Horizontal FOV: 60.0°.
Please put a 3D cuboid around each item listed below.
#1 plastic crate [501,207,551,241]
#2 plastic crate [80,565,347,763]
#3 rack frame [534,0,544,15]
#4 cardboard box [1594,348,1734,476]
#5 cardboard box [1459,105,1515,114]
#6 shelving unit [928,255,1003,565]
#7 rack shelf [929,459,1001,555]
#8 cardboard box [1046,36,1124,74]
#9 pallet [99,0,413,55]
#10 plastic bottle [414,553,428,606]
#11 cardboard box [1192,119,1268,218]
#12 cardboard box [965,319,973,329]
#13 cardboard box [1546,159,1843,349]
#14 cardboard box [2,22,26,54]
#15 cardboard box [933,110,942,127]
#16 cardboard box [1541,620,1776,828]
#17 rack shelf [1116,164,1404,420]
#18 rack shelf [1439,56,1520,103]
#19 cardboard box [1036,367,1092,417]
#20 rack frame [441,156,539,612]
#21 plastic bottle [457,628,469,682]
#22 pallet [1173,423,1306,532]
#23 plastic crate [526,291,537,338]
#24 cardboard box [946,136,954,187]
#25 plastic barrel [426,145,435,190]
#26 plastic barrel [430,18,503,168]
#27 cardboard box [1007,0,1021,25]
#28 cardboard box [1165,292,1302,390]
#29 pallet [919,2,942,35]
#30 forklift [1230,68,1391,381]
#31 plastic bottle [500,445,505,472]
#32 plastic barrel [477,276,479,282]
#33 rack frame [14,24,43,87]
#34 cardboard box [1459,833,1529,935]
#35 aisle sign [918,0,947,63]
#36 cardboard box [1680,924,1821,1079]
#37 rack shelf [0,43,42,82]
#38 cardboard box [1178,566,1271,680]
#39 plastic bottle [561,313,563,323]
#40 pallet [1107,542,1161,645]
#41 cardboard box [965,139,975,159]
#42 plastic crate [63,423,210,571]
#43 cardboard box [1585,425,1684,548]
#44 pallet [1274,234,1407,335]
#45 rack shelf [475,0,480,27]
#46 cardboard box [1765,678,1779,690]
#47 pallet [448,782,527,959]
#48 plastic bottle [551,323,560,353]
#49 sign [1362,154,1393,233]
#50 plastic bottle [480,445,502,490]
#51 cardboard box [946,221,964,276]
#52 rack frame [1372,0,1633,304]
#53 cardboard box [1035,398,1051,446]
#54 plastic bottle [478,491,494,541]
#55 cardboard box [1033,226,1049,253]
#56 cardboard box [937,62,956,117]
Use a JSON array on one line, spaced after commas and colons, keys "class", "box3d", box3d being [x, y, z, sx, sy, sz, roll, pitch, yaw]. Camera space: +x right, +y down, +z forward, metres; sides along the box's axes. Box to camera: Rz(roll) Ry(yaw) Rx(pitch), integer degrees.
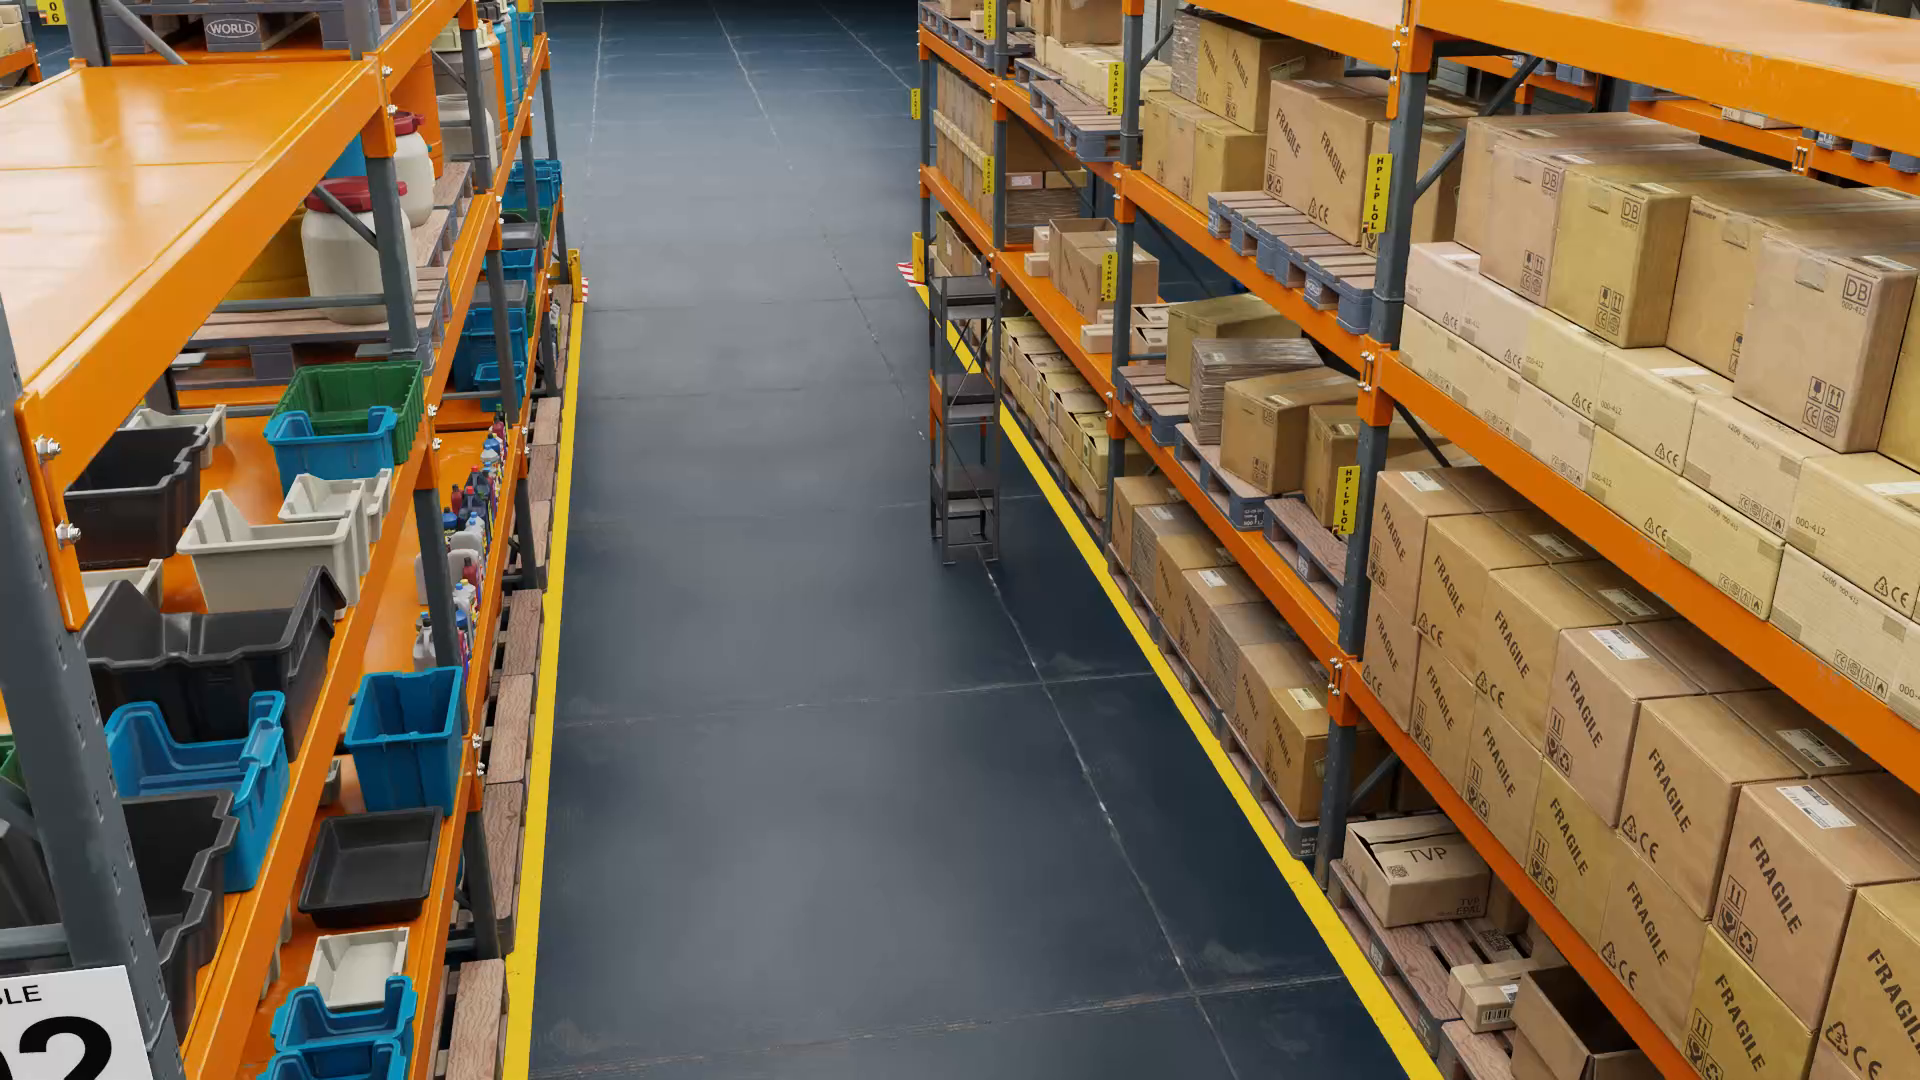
[{"class": "plastic crate", "box3d": [-4.044, -2.928, 15.470, 0.450, 0.188, 0.662, -4, 24, -10]}, {"class": "plastic crate", "box3d": [-1.863, 0.283, 4.185, 0.504, 0.338, 0.767, -4, 24, -10]}, {"class": "rack frame", "box3d": [-4.810, -6.793, 16.559, 1.000, 3.000, 0.127, -4, 24, -10]}, {"class": "cardboard box", "box3d": [2.392, -0.423, 5.286, 0.500, 0.250, 0.500, -4, 24, -10]}, {"class": "cardboard box", "box3d": [5.499, -4.291, 17.553, 0.500, 0.500, 0.500, -4, 24, -9]}, {"class": "shelving unit", "box3d": [0.031, -0.897, 11.681, 0.431, 2.100, 0.503, -4, 24, -10]}, {"class": "rack shelf", "box3d": [0.031, -0.243, 11.966, 0.431, 0.518, 0.480, -4, 24, -10]}, {"class": "cardboard box", "box3d": [1.007, -3.875, 13.288, 0.500, 0.250, 0.500, -7, 24, -15]}, {"class": "pallet", "box3d": [-2.774, -2.126, 6.610, 1.003, 0.211, 1.213, -4, 24, -10]}, {"class": "plastic bottle", "box3d": [-2.623, 0.170, 8.267, 0.152, 0.276, 0.135, -4, 24, -10]}, {"class": "cardboard box", "box3d": [1.842, -2.108, 9.456, 0.910, 0.500, 0.500, -4, 24, -10]}, {"class": "cardboard box", "box3d": [0.308, -2.327, 16.740, 0.500, 0.250, 0.500, -4, 24, -10]}, {"class": "cardboard box", "box3d": [2.457, -0.975, 5.613, 0.700, 0.500, 0.500, -4, 24, -10]}, {"class": "cardboard box", "box3d": [-9.338, -4.812, 15.959, 0.500, 0.250, 0.500, -4, 24, -9]}, {"class": "cardboard box", "box3d": [-0.080, -4.581, 18.056, 0.380, 0.149, 0.250, -4, 24, -10]}, {"class": "cardboard box", "box3d": [2.375, 0.622, 5.704, 0.500, 0.500, 0.500, -4, 24, -8]}, {"class": "rack shelf", "box3d": [1.908, -1.520, 9.134, 1.077, 0.370, 4.000, -4, 24, -10]}, {"class": "rack shelf", "box3d": [5.296, -5.035, 17.181, 1.077, 0.370, 4.000, -4, 24, -10]}, {"class": "cardboard box", "box3d": [0.916, -1.239, 13.549, 0.500, 0.311, 0.500, -4, 24, -8]}, {"class": "rack frame", "box3d": [-3.330, -0.897, 10.555, 1.000, 3.000, 0.127, -4, 24, -10]}, {"class": "plastic bottle", "box3d": [-2.264, 0.502, 7.499, 0.061, 0.283, 0.133, -4, 24, -10]}, {"class": "pallet", "box3d": [1.902, -0.409, 9.679, 1.003, 0.211, 1.213, -4, 24, -10]}, {"class": "plastic crate", "box3d": [-3.471, -1.709, 12.679, 0.450, 0.188, 0.662, -4, 24, -10]}, {"class": "cardboard box", "box3d": [0.234, -4.063, 17.681, 0.700, 0.500, 0.500, -4, 24, -8]}, {"class": "plastic barrel", "box3d": [-2.988, -1.989, 8.958, 0.301, 0.262, 0.301, 0, 24, 0]}, {"class": "plastic barrel", "box3d": [-3.269, -2.840, 10.631, 0.600, 0.901, 0.600, 0, 24, 0]}, {"class": "cardboard box", "box3d": [0.618, -5.171, 15.765, 0.797, 0.503, 0.637, -2, 24, -4]}, {"class": "cardboard box", "box3d": [1.765, -1.261, 10.739, 0.700, 0.500, 0.500, -13, 27, -27]}, {"class": "pallet", "box3d": [0.164, -5.463, 17.372, 1.003, 0.211, 1.213, -4, 24, -10]}, {"class": "forklift", "box3d": [3.446, -2.382, 14.042, 1.130, 2.935, 3.031, -8, 25, -17]}, {"class": "plastic bottle", "box3d": [-2.772, -0.502, 9.900, 0.097, 0.201, 0.097, 0, 24, 0]}, {"class": "plastic barrel", "box3d": [-4.296, -2.525, 13.658, 0.600, 0.901, 0.708, -4, 24, -10]}, {"class": "rack frame", "box3d": [-9.677, -3.677, 16.921, 1.000, 3.000, 0.127, -4, 24, -10]}, {"class": "cardboard box", "box3d": [2.662, 1.459, 7.736, 0.500, 0.500, 0.500, -4, 24, -10]}, {"class": "aisle sign", "box3d": [-0.254, -5.603, 18.083, 0.394, 0.787, 0.004, -4, 24, -10]}, {"class": "cardboard box", "box3d": [2.568, 1.479, 4.990, 0.500, 0.500, 0.500, -4, 24, -9]}, {"class": "rack shelf", "box3d": [-9.307, -3.935, 14.663, 1.077, 0.370, 4.000, -4, 24, -10]}, {"class": "cardboard box", "box3d": [1.633, 0.490, 9.953, 0.500, 0.500, 0.500, -5, 24, -12]}, {"class": "plastic bottle", "box3d": [-4.039, -2.273, 16.652, 0.097, 0.201, 0.097, 0, 24, 0]}, {"class": "pallet", "box3d": [1.639, 0.313, 11.271, 1.003, 0.211, 1.213, -4, 24, -10]}, {"class": "cardboard box", "box3d": [0.252, -3.873, 16.435, 0.380, 0.149, 0.250, -4, 24, -8]}, {"class": "plastic crate", "box3d": [-2.630, -0.129, 5.213, 0.497, 0.269, 0.590, -4, 24, -10]}, {"class": "cardboard box", "box3d": [2.400, -0.195, 5.387, 0.500, 0.250, 0.500, -4, 24, -10]}, {"class": "pallet", "box3d": [2.226, -1.239, 7.825, 1.213, 0.211, 1.003, -4, 24, -10]}, {"class": "rack shelf", "box3d": [-3.700, -3.920, 11.380, 1.077, 0.370, 4.000, -4, 24, -10]}, {"class": "cardboard box", "box3d": [2.908, 0.585, 5.789, 0.500, 0.500, 0.500, -5, 24, -10]}, {"class": "pallet", "box3d": [-2.692, 1.648, 8.213, 1.003, 0.211, 1.213, -4, 24, -10]}, {"class": "plastic bottle", "box3d": [-3.836, -1.917, 15.736, 0.061, 0.283, 0.133, -3, 24, -7]}, {"class": "sign", "box3d": [1.733, -1.438, 6.909, 0.100, 0.325, 0.005, -4, 24, -10]}, {"class": "plastic bottle", "box3d": [-2.718, -0.419, 9.623, 0.097, 0.271, 0.097, 0, 24, 0]}, {"class": "cardboard box", "box3d": [0.139, -3.065, 17.493, 0.500, 0.500, 0.500, -4, 24, -10]}, {"class": "rack frame", "box3d": [2.278, -2.438, 6.588, 1.000, 3.000, 0.127, -4, 24, -10]}, {"class": "cardboard box", "box3d": [0.915, -0.986, 13.670, 0.500, 0.250, 0.500, -4, 24, -9]}, {"class": "plastic bottle", "box3d": [-2.566, -0.141, 8.971, 0.061, 0.283, 0.133, -4, 24, -10]}, {"class": "cardboard box", "box3d": [0.933, -2.576, 14.588, 0.500, 0.250, 0.500, -3, 24, -6]}, {"class": "cardboard box", "box3d": [0.142, -4.843, 17.846, 0.700, 0.500, 0.500, -4, 24, -10]}]
